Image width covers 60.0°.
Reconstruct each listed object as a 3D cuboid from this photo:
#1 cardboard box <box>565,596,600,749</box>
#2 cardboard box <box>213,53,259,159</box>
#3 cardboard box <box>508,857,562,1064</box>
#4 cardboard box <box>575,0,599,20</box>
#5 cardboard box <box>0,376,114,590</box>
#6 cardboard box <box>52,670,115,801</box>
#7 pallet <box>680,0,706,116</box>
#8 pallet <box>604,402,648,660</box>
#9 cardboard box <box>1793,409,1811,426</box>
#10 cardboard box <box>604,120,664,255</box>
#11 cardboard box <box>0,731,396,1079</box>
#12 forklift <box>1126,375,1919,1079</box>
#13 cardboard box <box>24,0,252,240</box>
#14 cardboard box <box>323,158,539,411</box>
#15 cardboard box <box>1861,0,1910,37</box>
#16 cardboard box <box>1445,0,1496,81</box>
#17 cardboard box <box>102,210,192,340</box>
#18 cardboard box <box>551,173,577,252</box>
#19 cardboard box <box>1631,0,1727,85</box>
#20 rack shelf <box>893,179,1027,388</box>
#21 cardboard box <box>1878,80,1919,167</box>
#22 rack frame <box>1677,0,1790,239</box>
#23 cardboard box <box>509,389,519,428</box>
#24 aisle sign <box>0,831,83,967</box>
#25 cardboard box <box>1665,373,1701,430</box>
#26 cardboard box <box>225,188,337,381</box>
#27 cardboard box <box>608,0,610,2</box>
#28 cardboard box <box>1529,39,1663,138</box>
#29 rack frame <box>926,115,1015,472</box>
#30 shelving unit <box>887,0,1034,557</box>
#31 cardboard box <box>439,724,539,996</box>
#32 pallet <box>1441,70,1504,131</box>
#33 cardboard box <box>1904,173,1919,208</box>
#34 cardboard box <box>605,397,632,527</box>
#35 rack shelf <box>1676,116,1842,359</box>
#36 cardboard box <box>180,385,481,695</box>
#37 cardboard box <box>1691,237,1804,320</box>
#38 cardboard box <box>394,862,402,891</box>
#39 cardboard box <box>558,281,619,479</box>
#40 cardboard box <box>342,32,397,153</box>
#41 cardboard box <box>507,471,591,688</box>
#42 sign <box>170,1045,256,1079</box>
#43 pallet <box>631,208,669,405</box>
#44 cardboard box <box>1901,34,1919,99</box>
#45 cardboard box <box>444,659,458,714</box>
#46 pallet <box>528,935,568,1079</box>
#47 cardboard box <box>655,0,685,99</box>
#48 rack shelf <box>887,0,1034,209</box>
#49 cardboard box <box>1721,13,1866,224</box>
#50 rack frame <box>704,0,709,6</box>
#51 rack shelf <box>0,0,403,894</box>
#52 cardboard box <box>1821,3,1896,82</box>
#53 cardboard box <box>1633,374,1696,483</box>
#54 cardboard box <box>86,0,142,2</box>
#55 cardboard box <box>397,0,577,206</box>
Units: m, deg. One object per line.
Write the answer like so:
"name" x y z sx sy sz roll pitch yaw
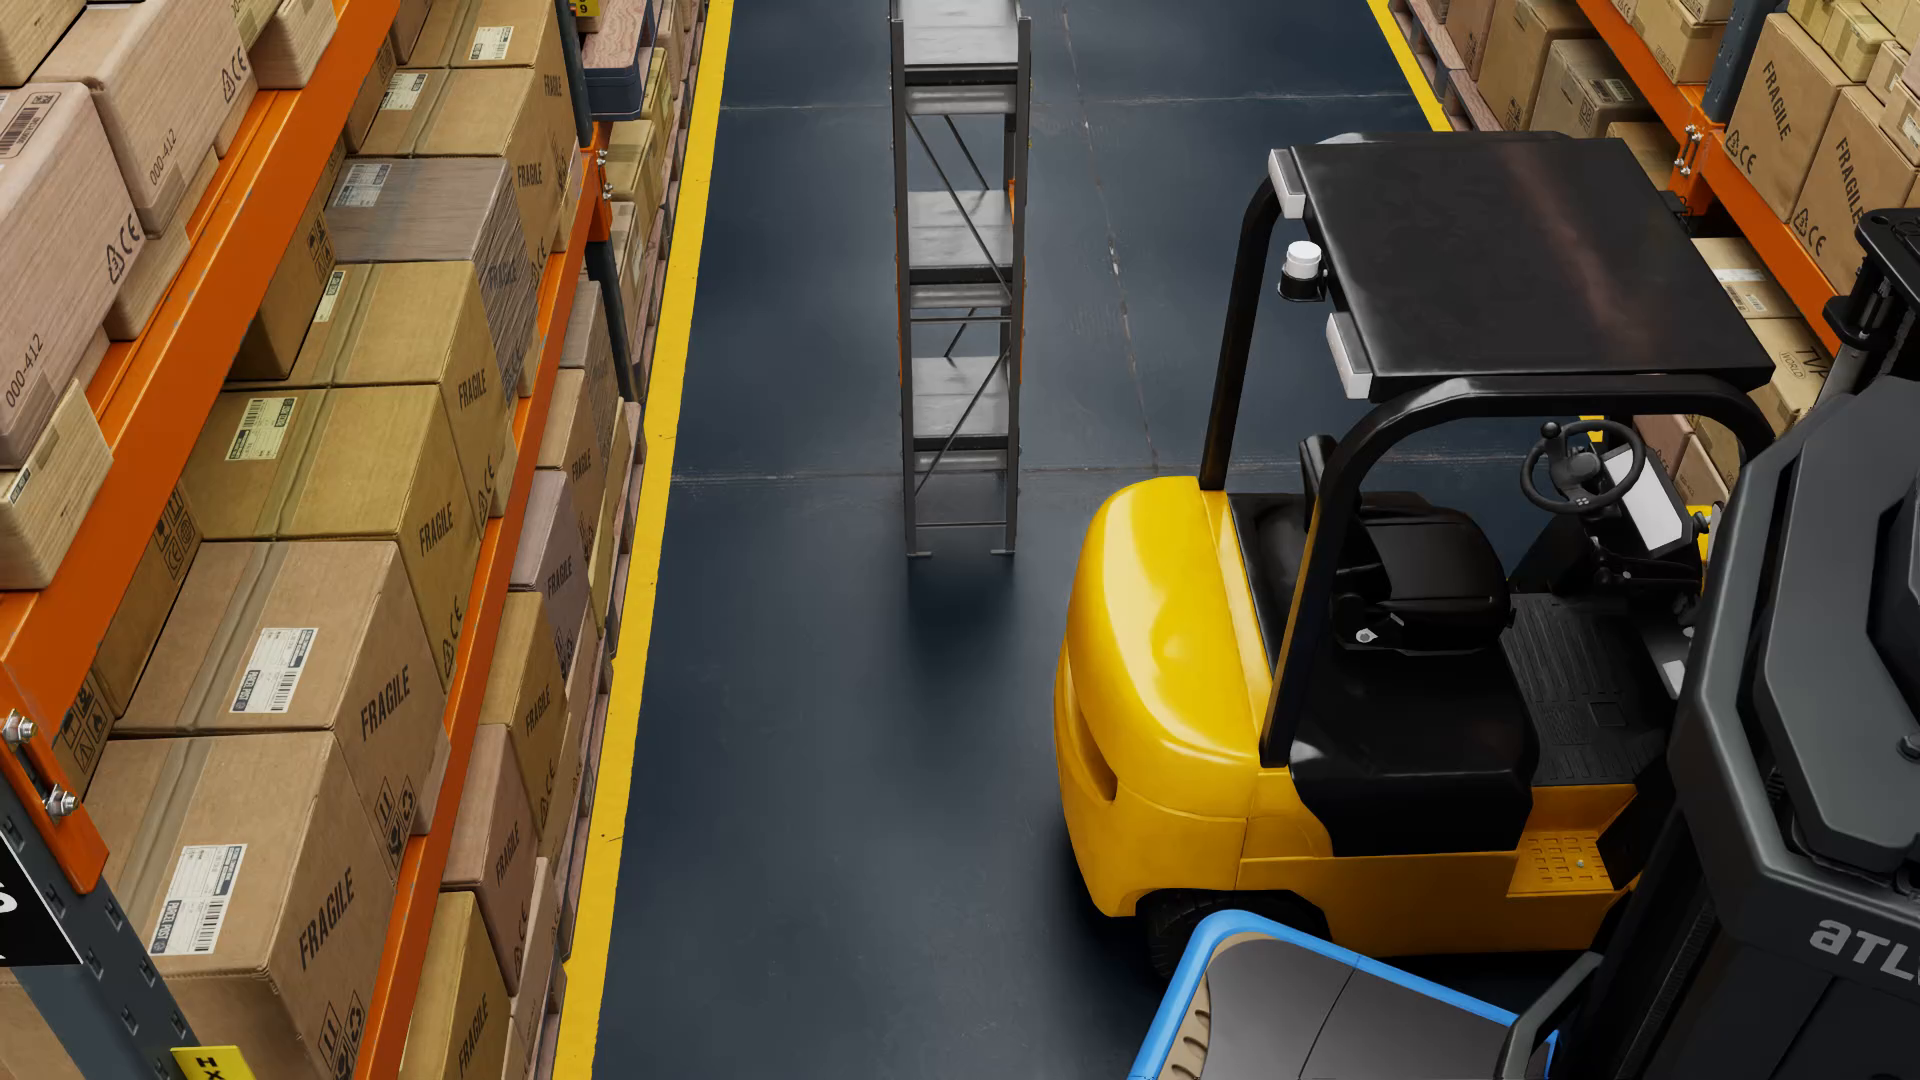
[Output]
"cardboard box" -1.446 0.429 5.286 0.500 0.250 0.500 -1 43 -1
"cardboard box" -1.437 -0.770 2.836 0.380 0.149 0.250 -3 43 -3
"cardboard box" -1.392 1.138 4.513 0.500 0.250 0.500 0 43 0
"cardboard box" -1.523 -2.150 5.771 0.500 0.500 0.500 -1 43 -1
"cardboard box" -1.309 -0.070 2.072 0.380 0.149 0.250 -2 43 -2
"cardboard box" -1.859 0.323 2.644 0.700 0.500 0.500 -3 43 -3
"pallet" -1.928 -2.669 9.005 1.003 0.211 1.213 -2 43 -2
"pallet" -1.726 -0.044 6.141 1.003 0.211 1.213 -2 43 -2
"cardboard box" 2.921 -0.162 5.191 0.500 0.250 0.500 0 43 0
"cardboard box" -1.848 -1.549 7.354 0.950 0.372 0.625 1 43 1
"cardboard box" -1.363 0.702 2.970 0.500 0.500 0.500 -2 43 -2
"forklift" 1.699 1.257 2.709 3.031 2.935 1.130 18 46 19
"cardboard box" -1.386 -0.671 2.433 0.500 0.250 0.500 -2 43 -2
"cardboard box" -1.467 -0.680 4.478 0.500 0.500 0.500 -1 43 -1
"cardboard box" 3.006 -1.657 5.064 0.380 0.149 0.250 -1 43 -1
"cardboard box" 3.048 -2.786 8.517 0.875 0.625 0.625 0 43 0
"cardboard box" -1.387 -0.425 2.459 0.380 0.149 0.250 -1 43 -1
"cardboard box" -1.454 -1.055 5.367 0.380 0.149 0.250 -1 43 -1
"cardboard box" 2.887 -1.946 6.264 0.500 0.250 0.500 -1 43 -1
"rack shelf" -0.007 -0.876 5.672 0.431 0.518 0.480 -2 43 -2
"cardboard box" 2.908 -1.204 4.789 0.380 0.149 0.250 -1 43 -1
"rack frame" 3.170 -1.669 5.851 1.000 3.000 0.127 -2 43 -2
"cardboard box" -1.444 -0.364 4.613 0.380 0.149 0.250 -2 43 -3
"aisle sign" -1.307 0.251 1.832 0.394 0.787 0.004 -2 43 -2
"cardboard box" 2.882 -0.659 6.103 0.500 0.250 0.500 -2 43 -2
"cardboard box" -1.880 -0.701 3.761 0.700 0.500 0.500 -2 43 -2
"cardboard box" -1.499 -2.137 6.237 0.380 0.149 0.250 -1 43 -1
"cardboard box" 3.111 -1.824 7.467 0.875 0.625 0.625 -2 43 -2
"rack frame" -0.017 -1.051 5.842 0.400 2.100 0.015 -2 43 -2
"shelving unit" -0.007 -0.886 5.662 0.431 2.100 0.503 -2 43 -2
"cardboard box" -1.406 0.837 4.286 0.500 0.500 0.500 -3 43 -3
"pallet" 3.045 -1.963 8.235 1.003 0.211 1.213 -2 43 -2
"cardboard box" 2.989 -0.706 4.726 0.500 0.500 0.500 -2 43 -2
"cardboard box" -1.496 -0.274 6.053 0.500 0.250 0.500 0 43 0
"rack shelf" 3.255 -0.054 4.621 1.077 0.370 4.000 -2 43 -2
"cardboard box" -1.411 0.009 3.727 0.500 0.500 0.500 -2 43 -3
"cardboard box" 2.877 -0.843 5.934 0.500 0.250 0.500 -2 43 -2
"cardboard box" -1.382 0.682 3.472 0.380 0.149 0.250 -3 43 -3
"cardboard box" -1.496 -0.550 5.799 0.500 0.500 0.500 -2 43 -2
"cardboard box" -1.988 -1.390 4.513 0.700 0.500 0.500 -1 43 -2
"cardboard box" -1.450 0.138 5.049 0.500 0.500 0.500 0 43 0
"sign" -1.077 0.842 2.471 0.100 0.325 0.005 -2 43 -2
"pallet" -1.824 -1.022 7.208 1.003 0.211 1.213 -2 43 -2
"cardboard box" 2.916 -1.308 4.683 0.380 0.149 0.250 -1 43 -1
"cardboard box" -1.392 0.336 3.849 0.380 0.149 0.250 -1 43 -1
"pallet" -1.622 1.604 4.344 1.003 0.211 1.213 -2 43 -2
"cardboard box" -1.906 -2.531 8.425 0.950 0.372 0.625 -2 43 -3
"rack shelf" -0.007 -1.392 5.199 0.431 0.518 0.480 -2 43 -2
"cardboard box" 2.928 -1.399 5.482 0.500 0.500 0.500 -3 43 -3
"rack frame" -1.959 -4.224 8.639 1.000 3.000 0.127 -2 43 -2
"rack shelf" -1.704 -1.014 3.449 1.077 0.370 4.000 -2 43 -2
"cardboard box" 2.933 -1.547 5.164 0.380 0.149 0.250 -1 43 -1
"cardboard box" 2.859 -0.474 6.271 0.500 0.250 0.500 -1 43 -1
"cardboard box" -1.343 -0.888 2.375 0.380 0.149 0.250 -2 43 -2
"cardboard box" -1.522 -1.378 5.239 0.500 0.500 0.500 -3 43 -3
